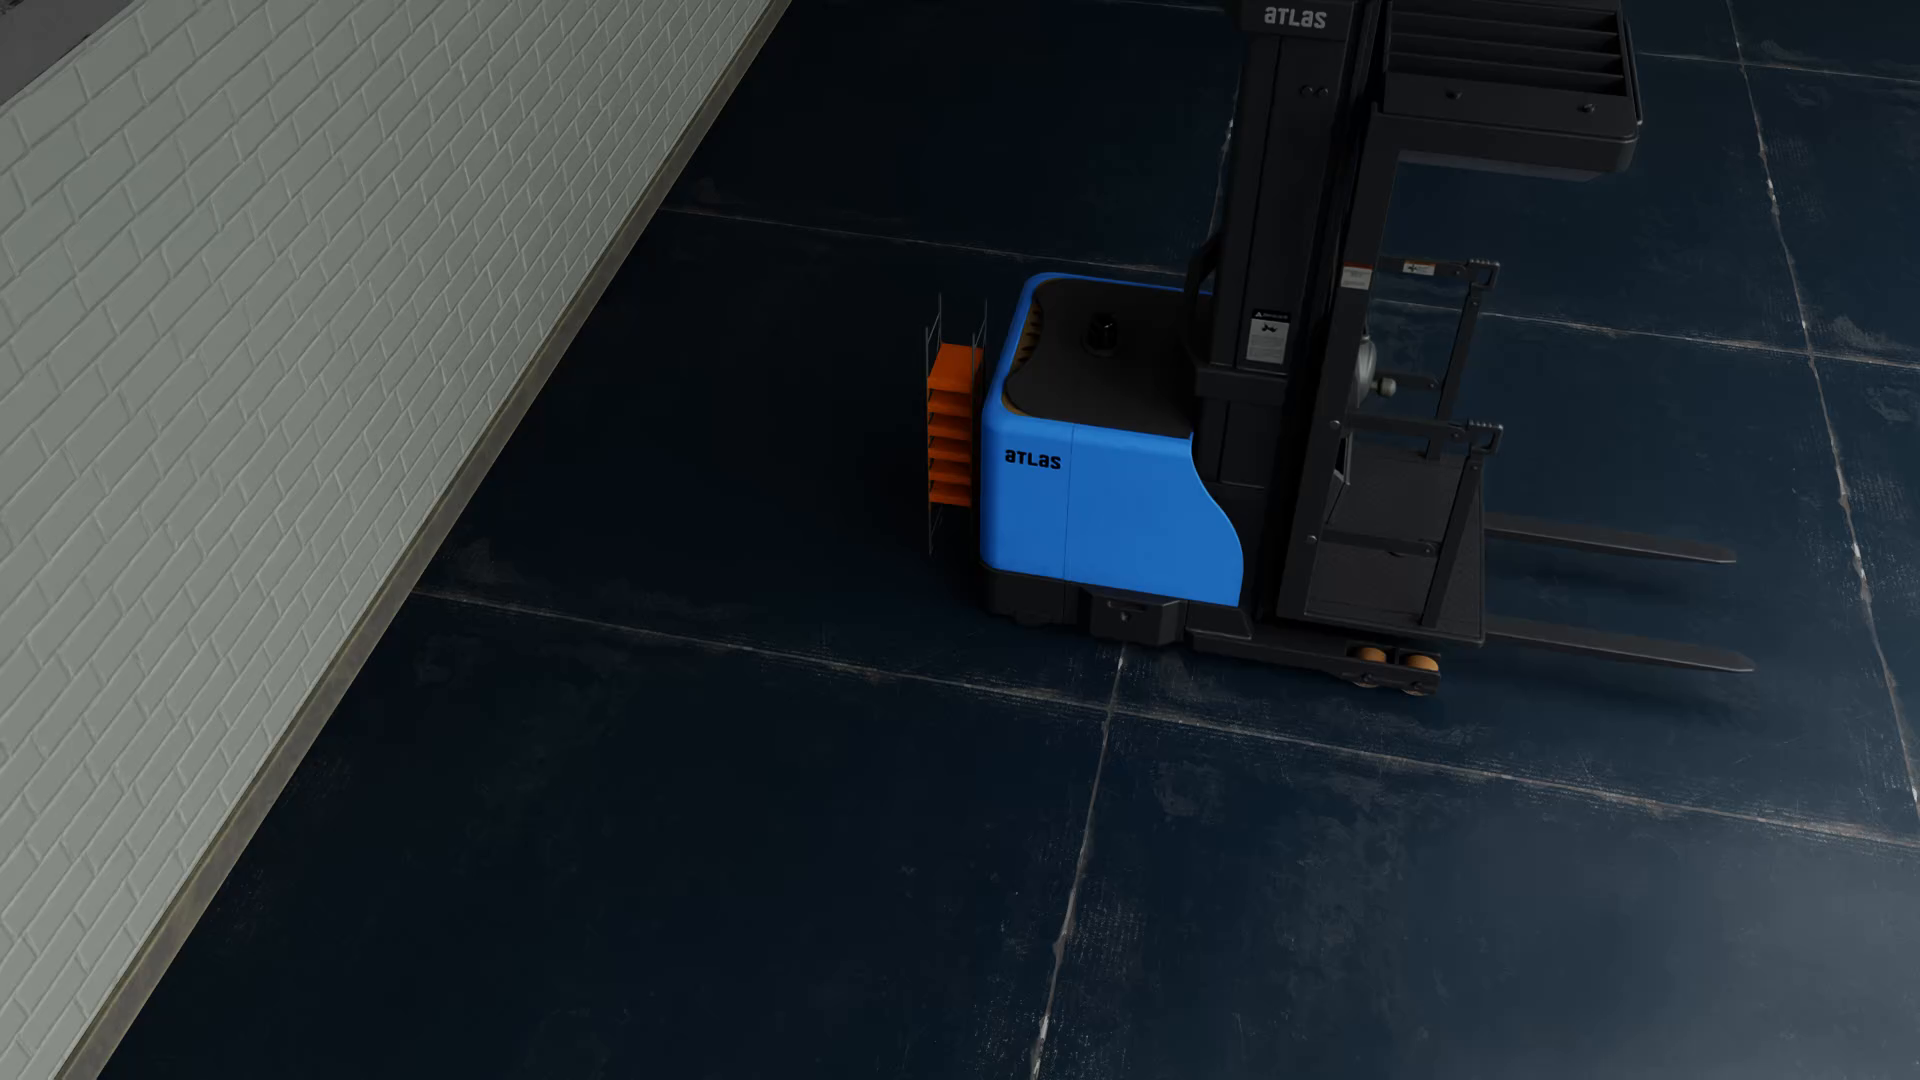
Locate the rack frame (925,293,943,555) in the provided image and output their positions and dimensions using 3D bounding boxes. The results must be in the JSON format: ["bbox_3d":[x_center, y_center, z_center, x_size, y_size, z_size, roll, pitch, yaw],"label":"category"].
[{"bbox_3d":[-0.103,-0.448,6.811,0.006,1.200,0.240,9,45,9],"label":"rack frame"}]

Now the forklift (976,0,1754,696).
[{"bbox_3d":[1.637,-0.800,6.024,3.031,2.797,1.129,9,45,9],"label":"forklift"}]

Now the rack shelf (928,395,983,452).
[{"bbox_3d":[-0.014,-0.489,6.744,0.180,0.103,0.258,9,45,9],"label":"rack shelf"}]

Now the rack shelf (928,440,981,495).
[{"bbox_3d":[-0.014,-0.316,6.910,0.180,0.103,0.258,9,45,9],"label":"rack shelf"}]

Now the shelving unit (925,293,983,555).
[{"bbox_3d":[-0.016,-0.435,6.797,0.184,1.200,0.258,9,45,9],"label":"shelving unit"}]

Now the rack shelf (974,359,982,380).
[{"bbox_3d":[-0.014,-0.676,6.564,0.166,0.020,0.199,9,45,9],"label":"rack shelf"}]

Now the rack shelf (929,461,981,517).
[{"bbox_3d":[-0.014,-0.230,6.993,0.180,0.103,0.258,9,45,9],"label":"rack shelf"}]

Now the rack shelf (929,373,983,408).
[{"bbox_3d":[-0.014,-0.595,6.642,0.171,0.034,0.221,9,45,9],"label":"rack shelf"}]

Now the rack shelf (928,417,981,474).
[{"bbox_3d":[-0.014,-0.402,6.827,0.180,0.103,0.258,9,45,9],"label":"rack shelf"}]
